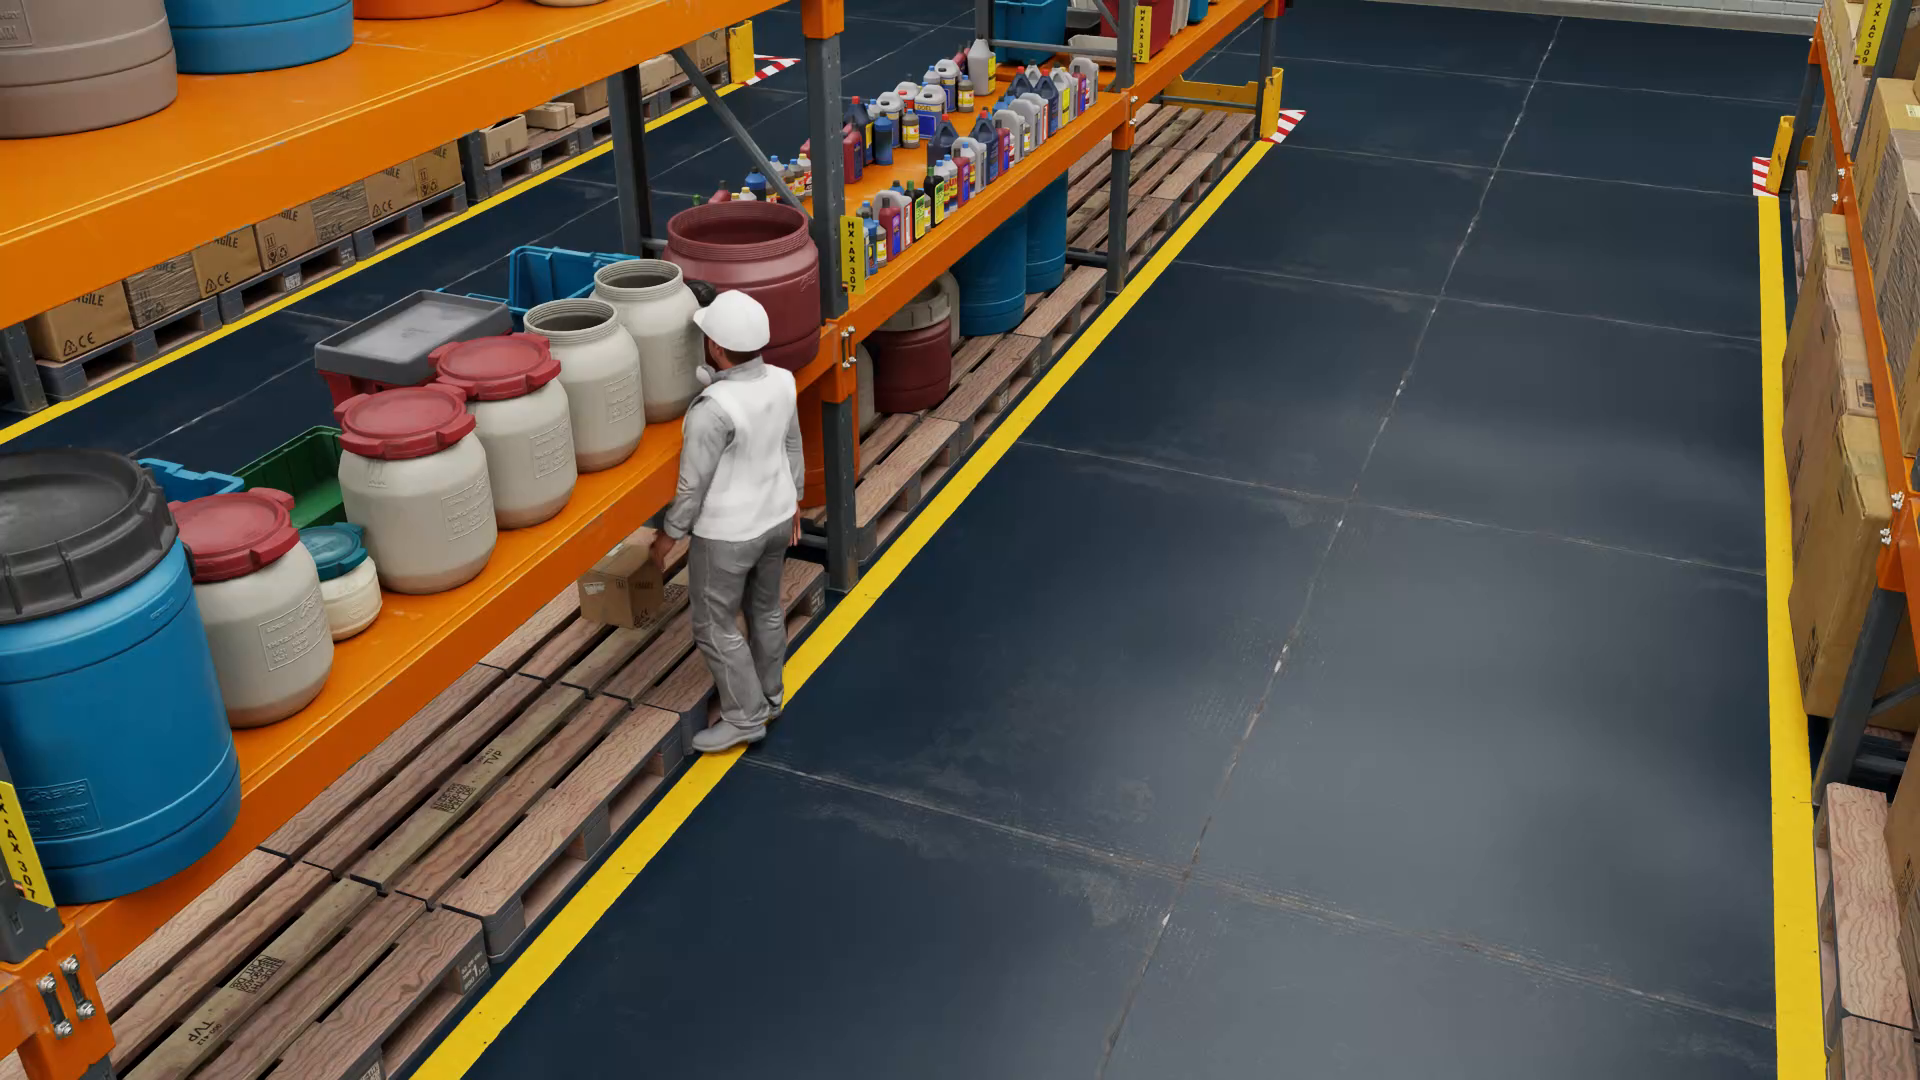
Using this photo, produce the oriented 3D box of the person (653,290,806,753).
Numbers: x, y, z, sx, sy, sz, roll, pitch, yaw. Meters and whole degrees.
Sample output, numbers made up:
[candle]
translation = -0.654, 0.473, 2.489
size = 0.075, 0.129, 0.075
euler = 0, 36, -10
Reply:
[person]
translation = -0.838, -0.067, 6.172
size = 0.388, 1.791, 0.604
euler = 18, 34, 29
